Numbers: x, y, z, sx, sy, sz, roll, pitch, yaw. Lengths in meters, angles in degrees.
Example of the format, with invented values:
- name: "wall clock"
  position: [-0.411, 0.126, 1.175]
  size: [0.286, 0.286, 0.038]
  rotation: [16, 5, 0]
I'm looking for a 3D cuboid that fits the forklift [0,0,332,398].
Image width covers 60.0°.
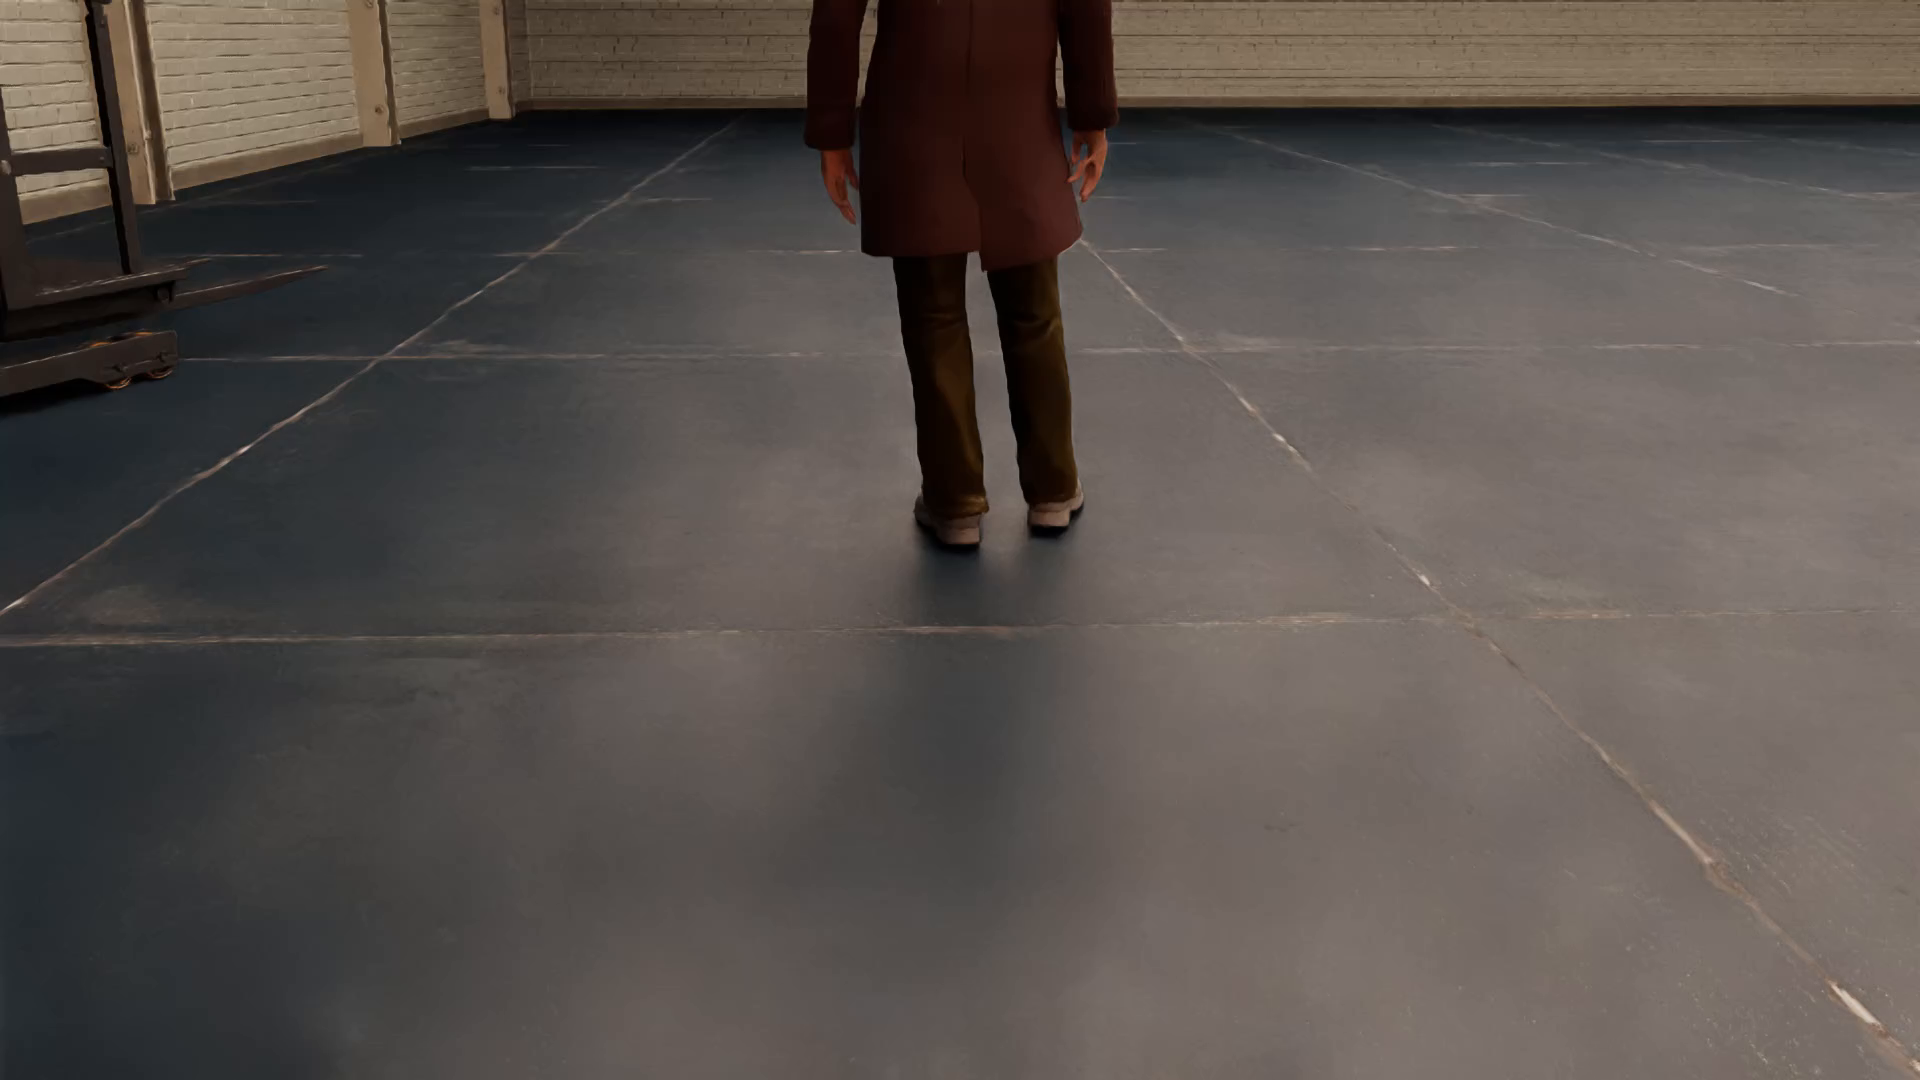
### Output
- name: "forklift"
  position: [-3.352, -1.929, 5.212]
  size: [1.130, 2.935, 3.031]
  rotation: [5, 18, 16]

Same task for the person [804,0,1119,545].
- name: "person"
  position: [0.000, -0.884, 3.743]
  size: [0.694, 1.776, 0.580]
  rotation: [-1, 17, -3]
